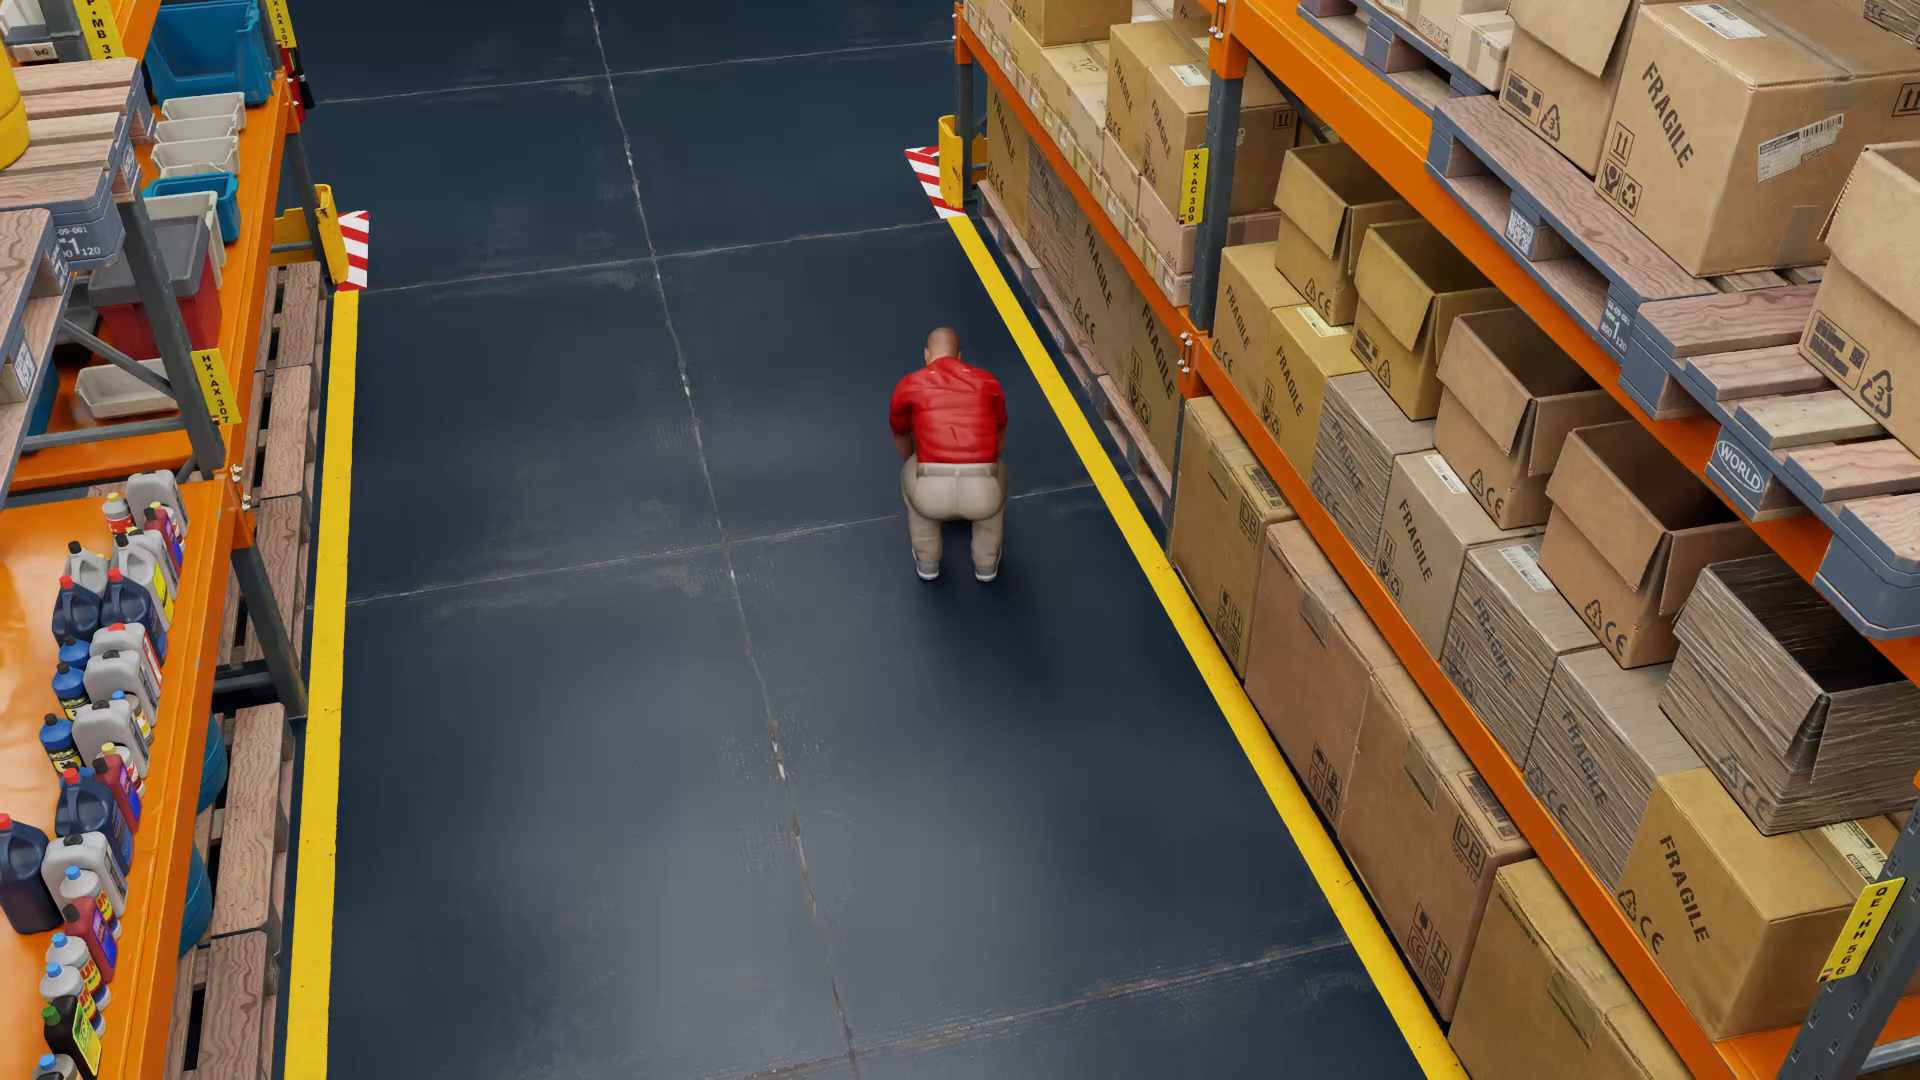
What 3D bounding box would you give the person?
[{"bbox_3d":[-0.049,-0.365,7.771,0.572,1.026,0.860,0,38,1],"label":"person"}]
